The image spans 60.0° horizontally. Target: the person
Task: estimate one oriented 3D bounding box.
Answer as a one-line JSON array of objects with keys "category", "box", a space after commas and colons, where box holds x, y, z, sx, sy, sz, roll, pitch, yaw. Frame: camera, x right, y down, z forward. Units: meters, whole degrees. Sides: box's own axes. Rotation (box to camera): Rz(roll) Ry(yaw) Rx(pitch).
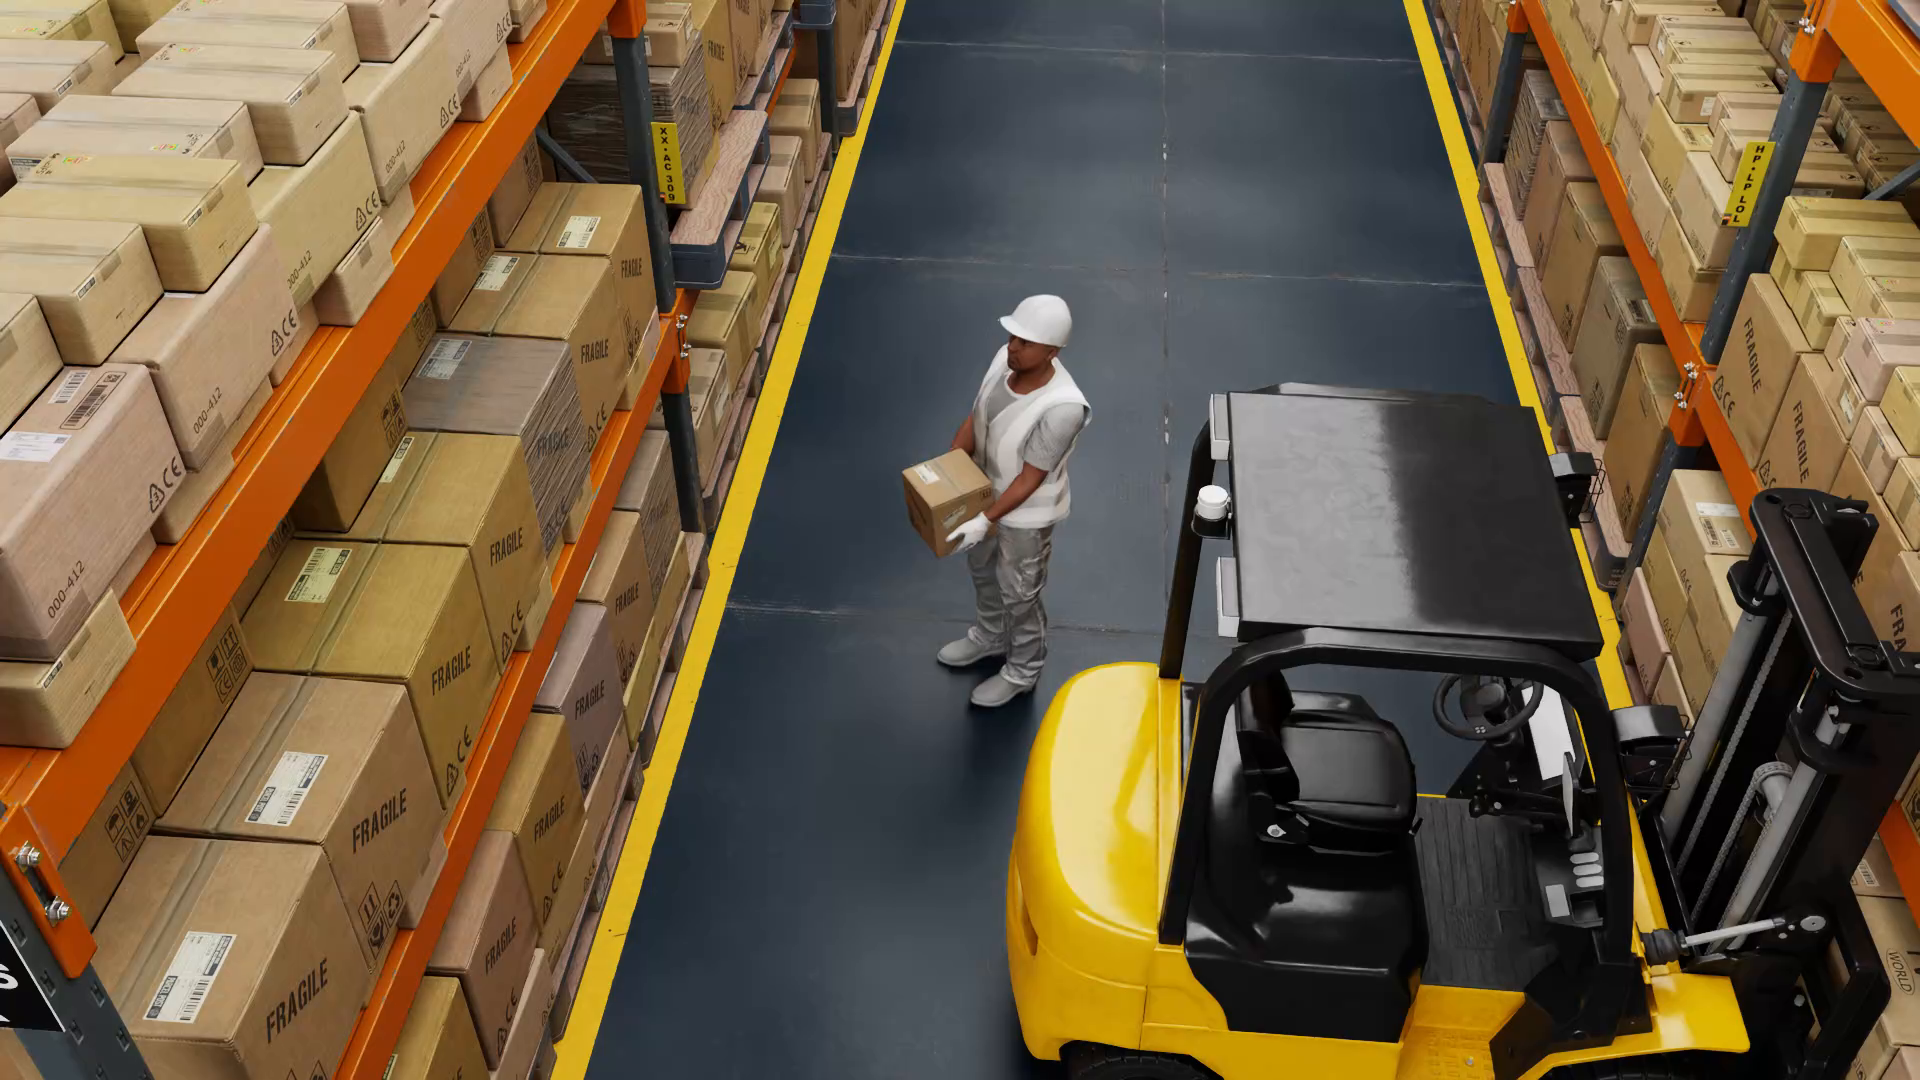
[{"category": "person", "box": [0.141, -0.113, 6.273, 0.570, 1.787, 0.503, -18, 43, -20]}]
